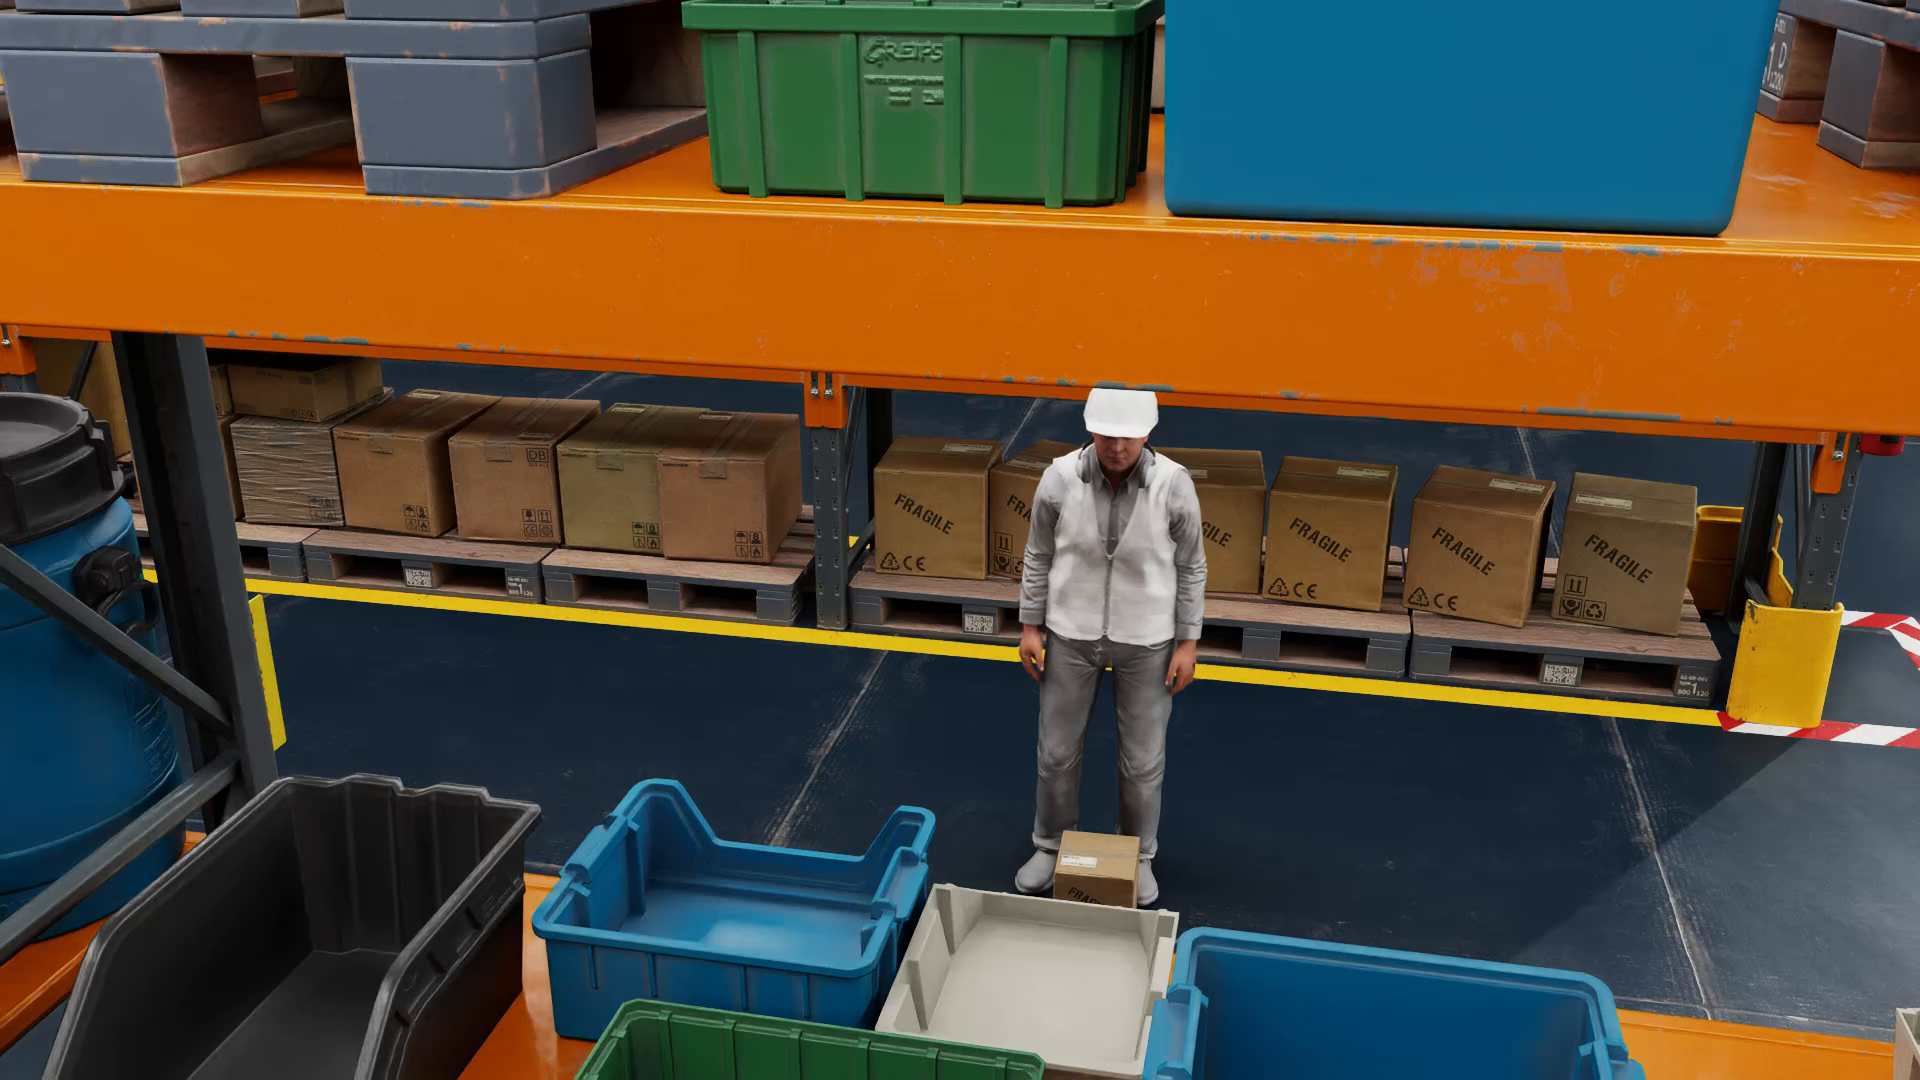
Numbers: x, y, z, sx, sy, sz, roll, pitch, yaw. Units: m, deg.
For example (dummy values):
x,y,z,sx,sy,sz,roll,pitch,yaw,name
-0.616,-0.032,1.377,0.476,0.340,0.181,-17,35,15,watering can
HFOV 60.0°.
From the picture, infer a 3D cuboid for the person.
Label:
x,y,z,sx,sy,sz,roll,pitch,yaw,name
0.474,0.307,5.266,0.581,1.771,0.461,4,22,11,person
